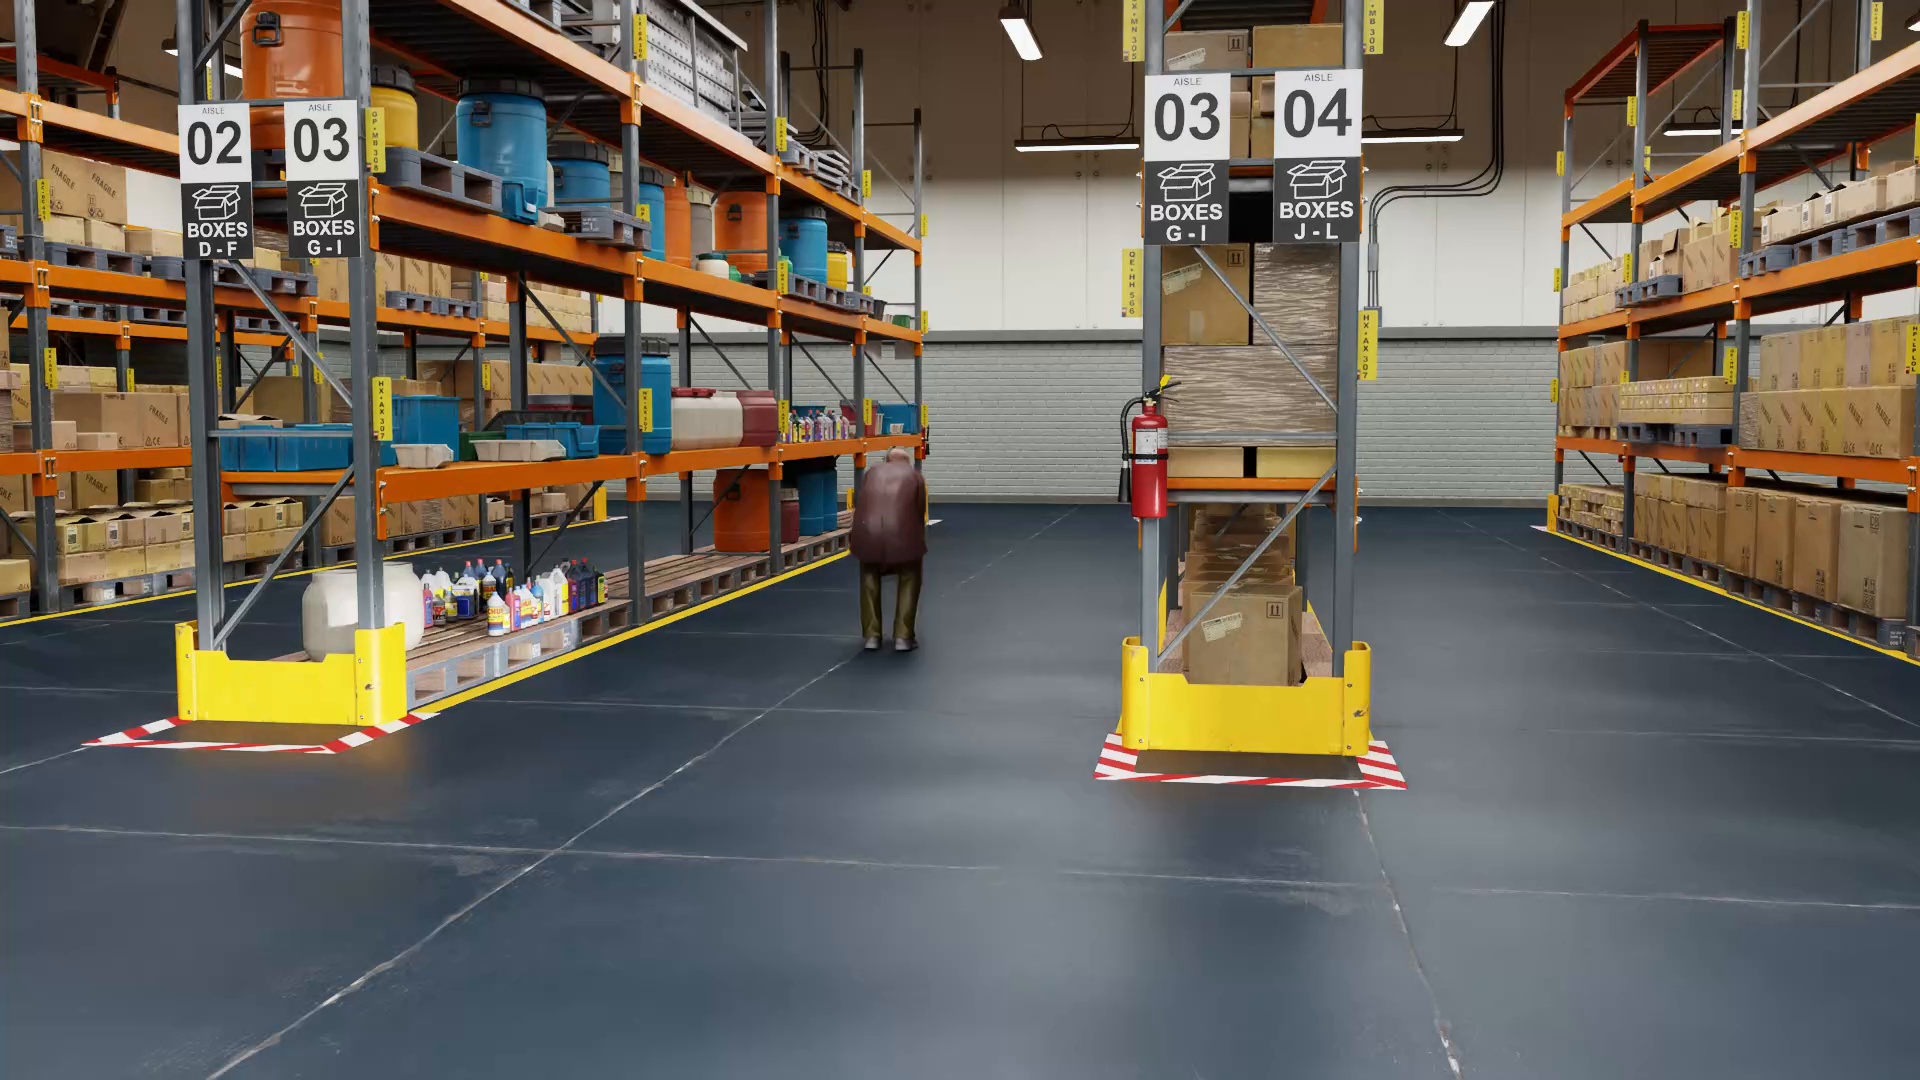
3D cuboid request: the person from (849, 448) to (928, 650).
[{"bbox_3d":[-0.466,0.052,11.612,0.547,1.370,0.891,1,4,7],"label":"person"}]
